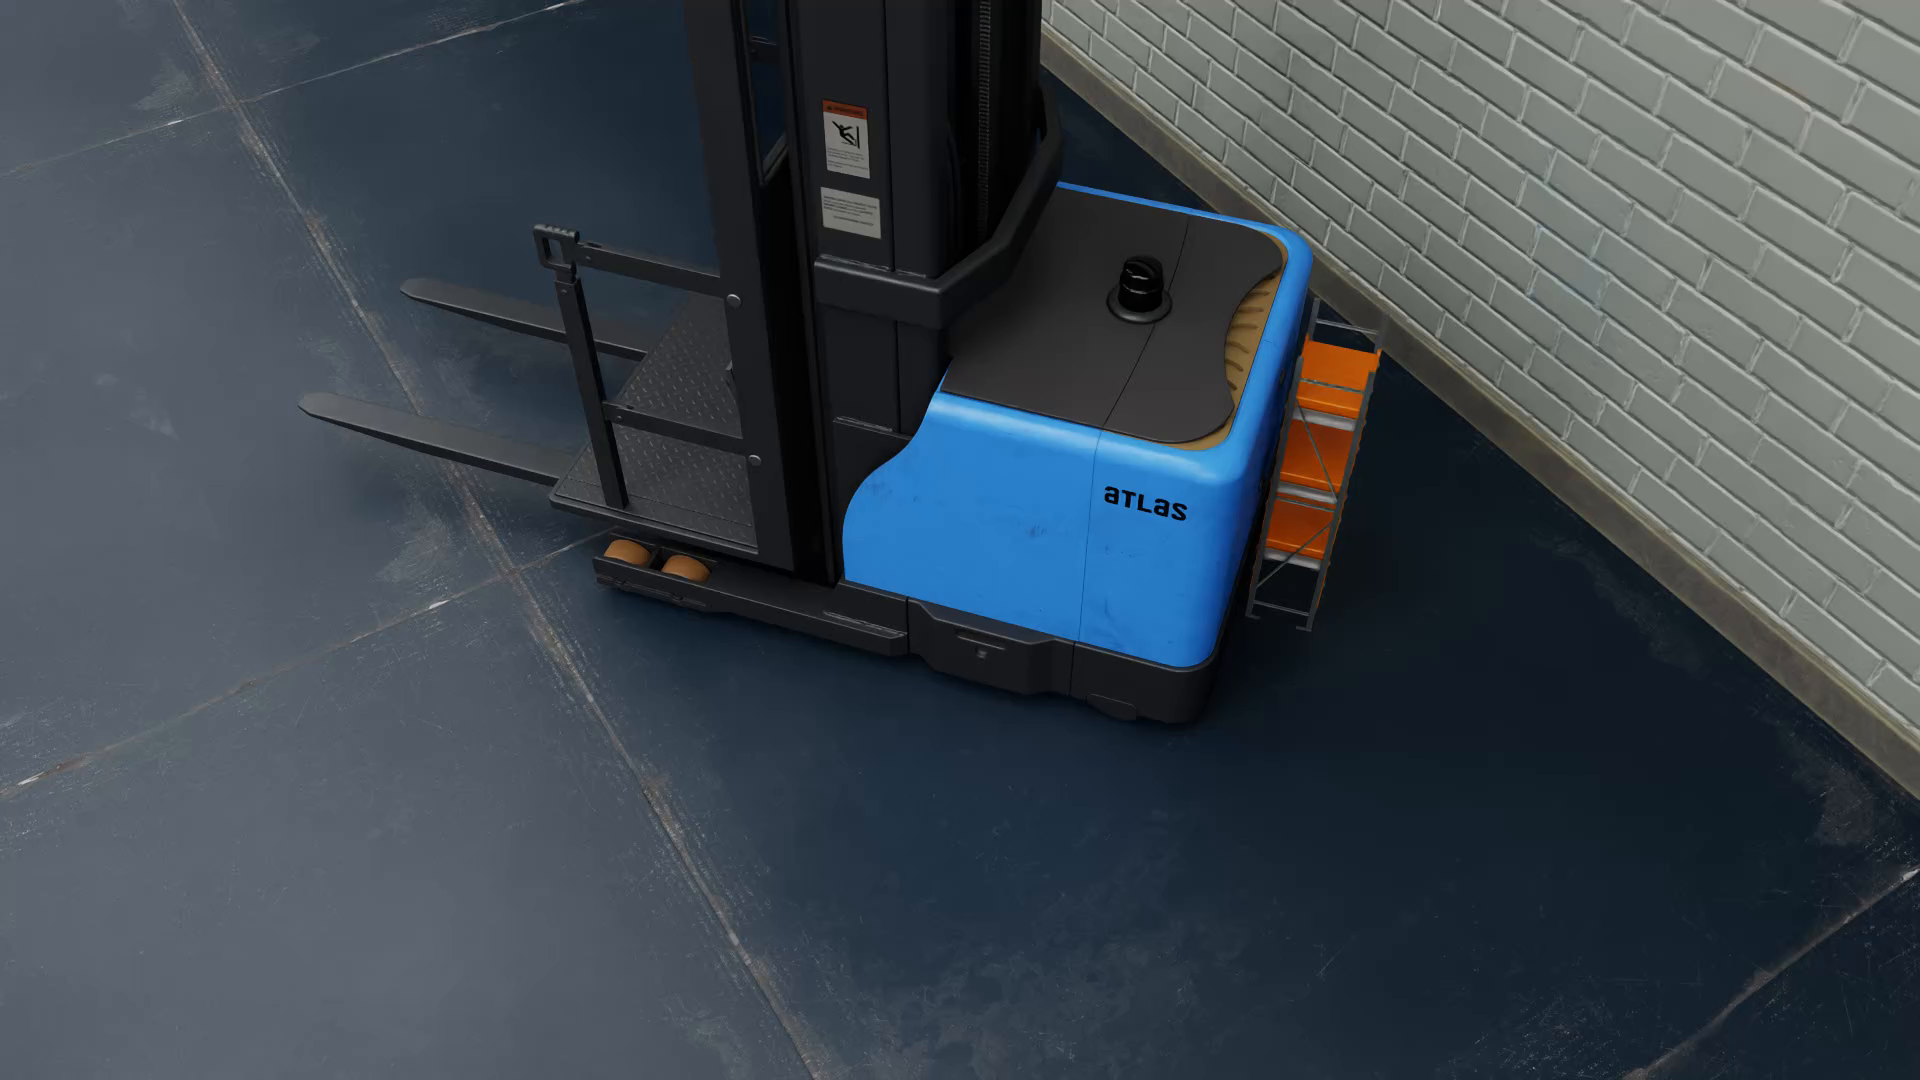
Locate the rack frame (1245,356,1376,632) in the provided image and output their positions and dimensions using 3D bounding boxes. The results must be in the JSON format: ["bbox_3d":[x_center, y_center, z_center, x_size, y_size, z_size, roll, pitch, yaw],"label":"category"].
[{"bbox_3d":[0.960,-0.097,4.634,0.200,1.050,0.008,14,50,12],"label":"rack frame"}]

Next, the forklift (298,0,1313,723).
[{"bbox_3d":[-0.589,-1.126,4.290,3.031,2.935,1.130,14,50,12],"label":"forklift"}]

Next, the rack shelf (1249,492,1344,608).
[{"bbox_3d":[0.998,0.008,4.926,0.215,0.259,0.240,14,50,12],"label":"rack shelf"}]

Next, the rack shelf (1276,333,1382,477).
[{"bbox_3d":[0.998,-0.366,4.507,0.215,0.259,0.240,14,50,12],"label":"rack shelf"}]

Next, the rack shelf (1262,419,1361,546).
[{"bbox_3d":[0.998,-0.177,4.719,0.215,0.259,0.240,14,50,12],"label":"rack shelf"}]

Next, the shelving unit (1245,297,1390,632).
[{"bbox_3d":[0.998,-0.184,4.711,0.215,1.050,0.252,14,50,12],"label":"shelving unit"}]

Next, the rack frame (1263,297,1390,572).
[{"bbox_3d":[1.036,-0.270,4.788,0.200,1.050,0.008,14,50,12],"label":"rack frame"}]
